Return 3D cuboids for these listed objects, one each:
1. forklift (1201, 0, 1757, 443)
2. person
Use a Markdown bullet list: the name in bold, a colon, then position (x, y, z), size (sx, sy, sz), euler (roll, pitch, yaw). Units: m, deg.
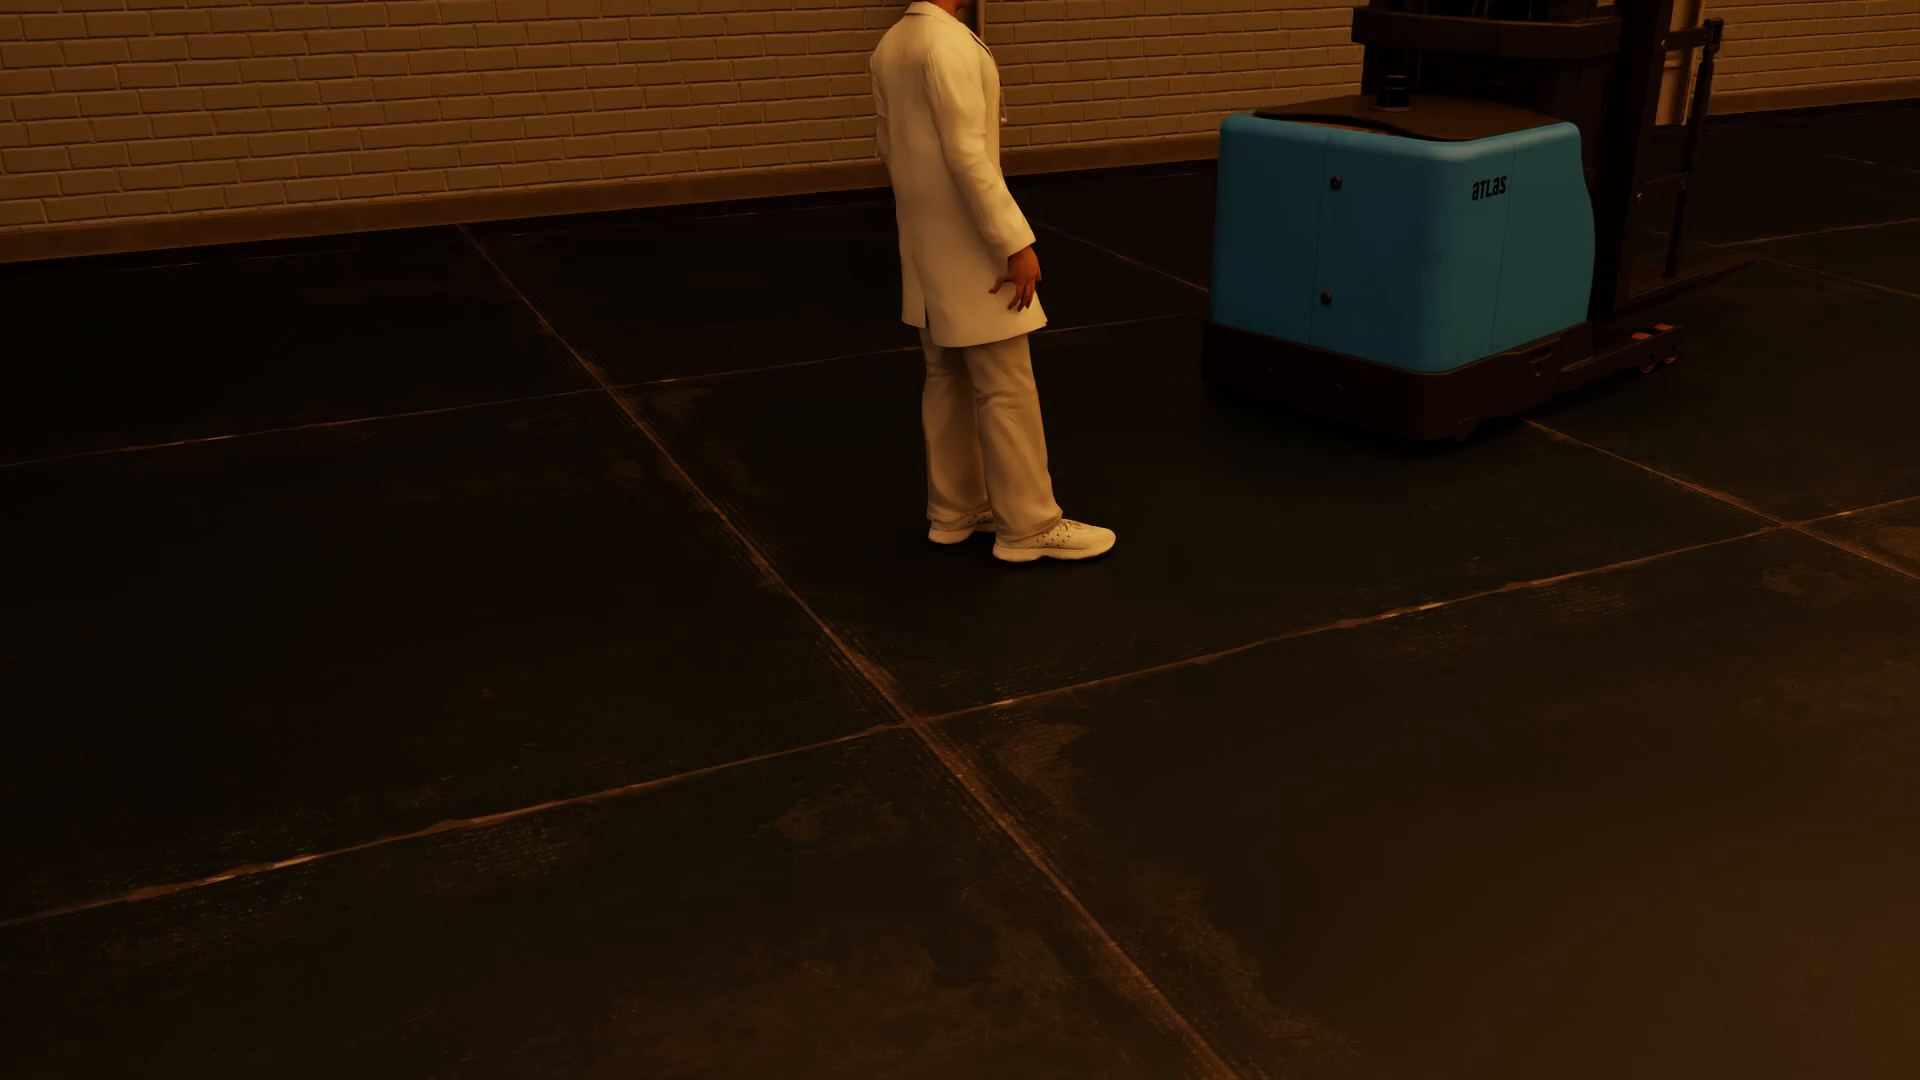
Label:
- **forklift**: position (2.350, -2.155, 6.475), size (3.031, 2.935, 1.130), euler (-20, 30, -39)
- **person**: position (0.085, -0.842, 4.795), size (0.578, 1.778, 0.698), euler (-10, 25, -23)
